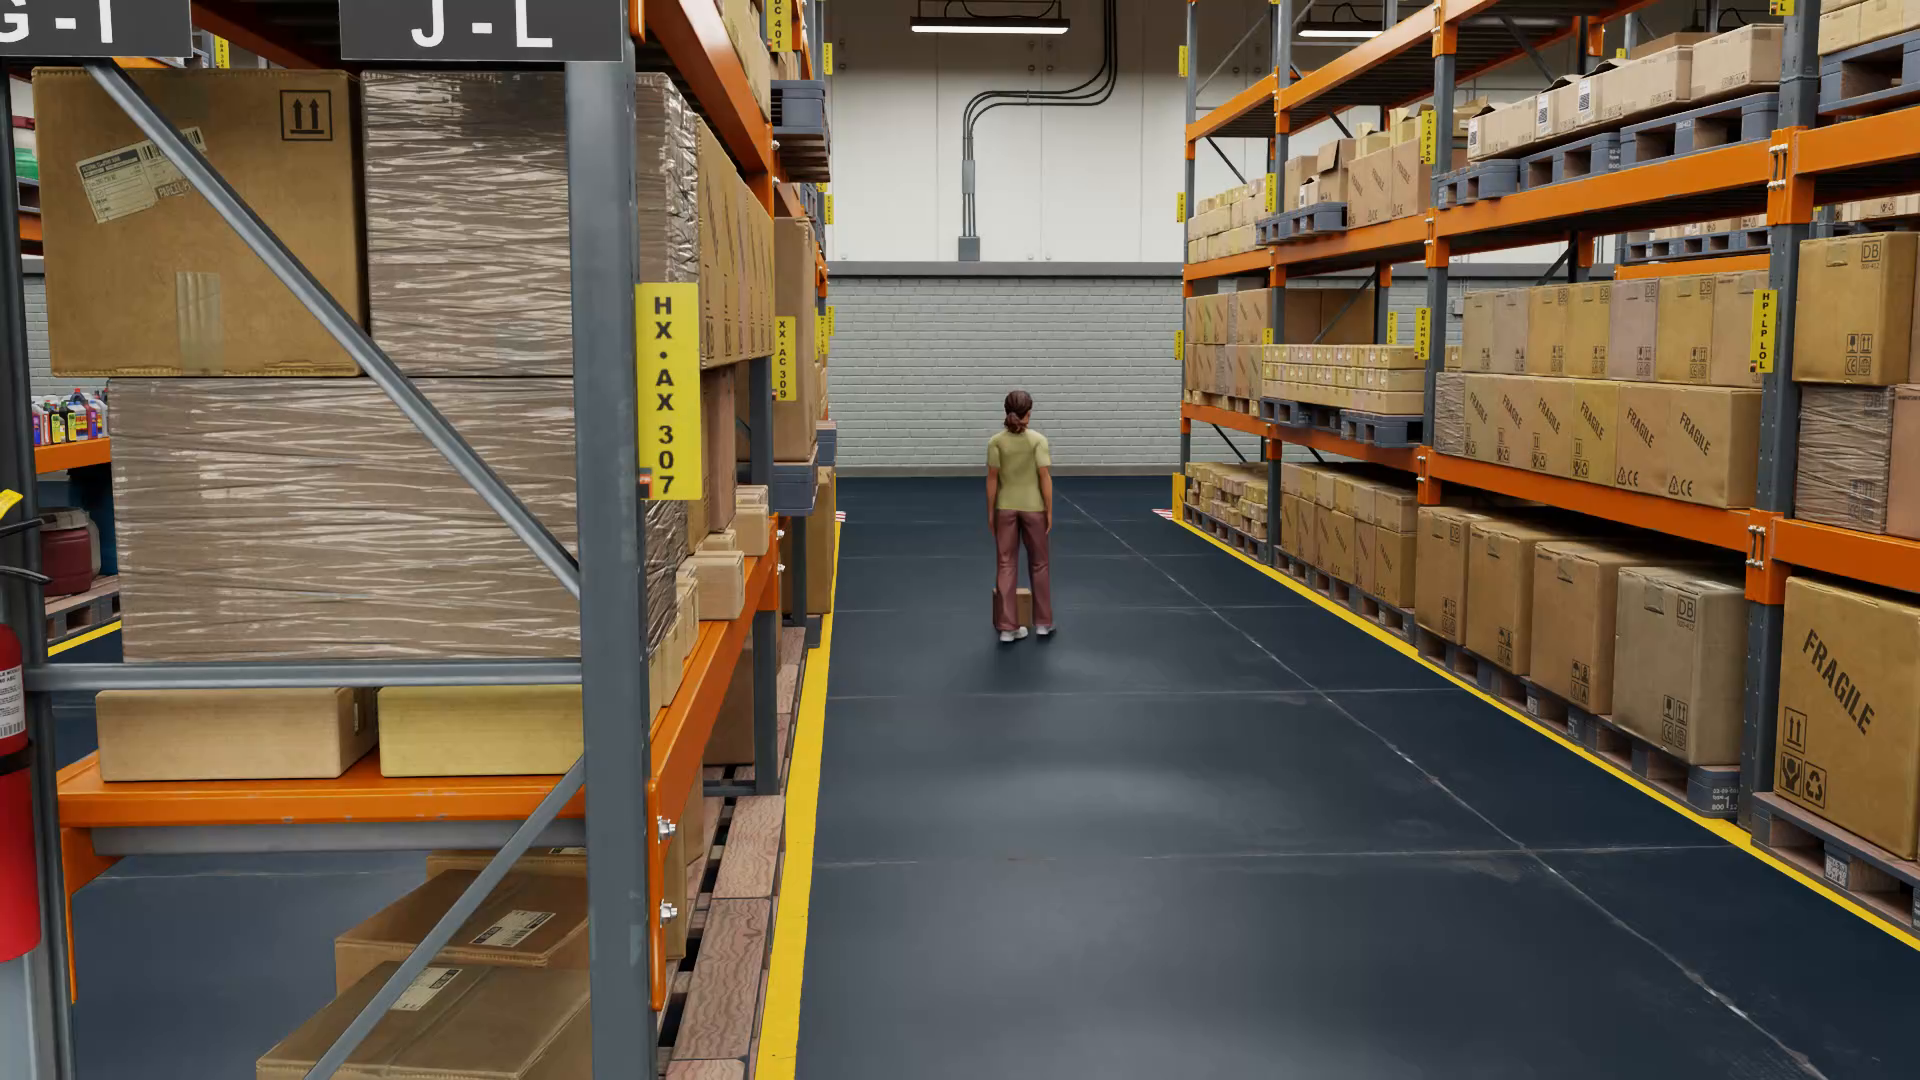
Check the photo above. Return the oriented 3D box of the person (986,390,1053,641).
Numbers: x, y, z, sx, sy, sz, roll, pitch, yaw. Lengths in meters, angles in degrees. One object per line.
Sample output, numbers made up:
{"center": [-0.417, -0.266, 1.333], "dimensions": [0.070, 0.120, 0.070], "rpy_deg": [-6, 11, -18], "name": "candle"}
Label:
{"center": [0.414, -0.180, 11.205], "dimensions": [0.446, 1.664, 0.589], "rpy_deg": [1, 7, 9], "name": "person"}
